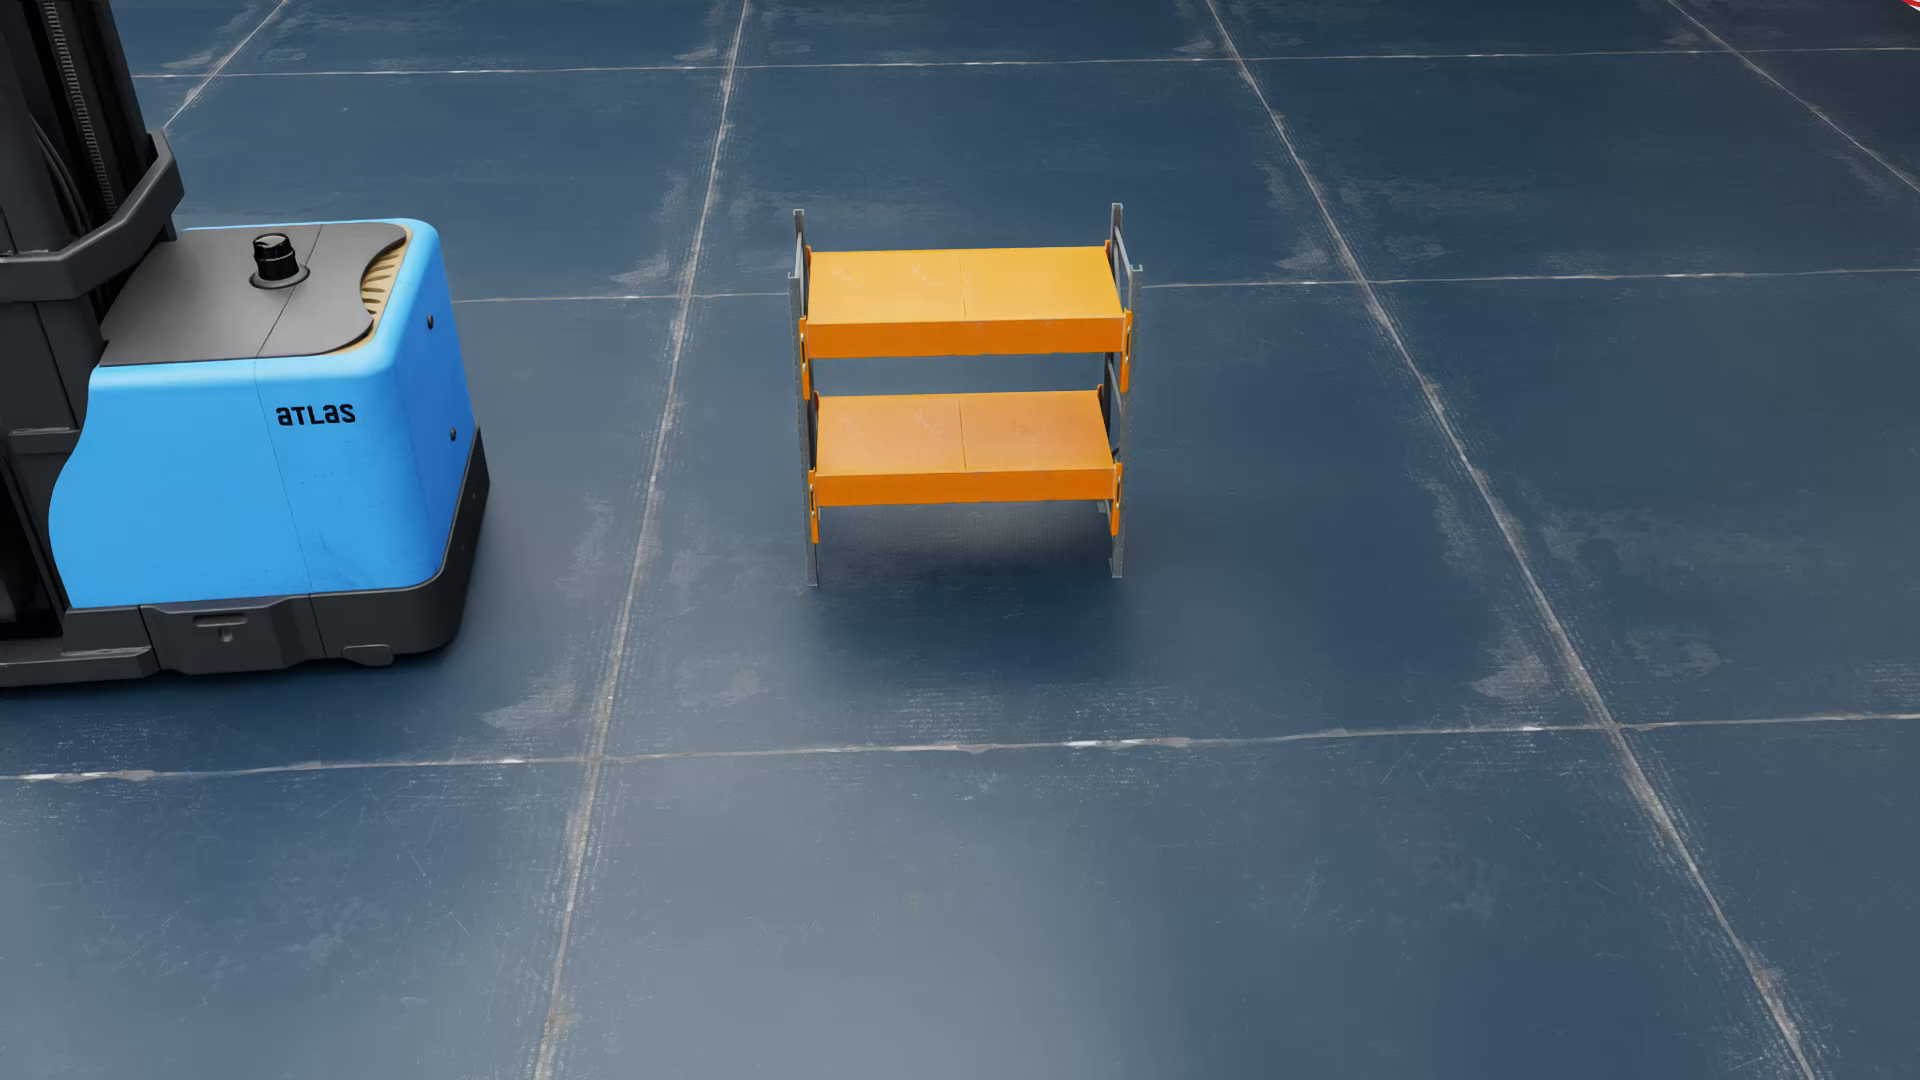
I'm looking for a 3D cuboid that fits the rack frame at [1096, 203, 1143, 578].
[{"bbox_3d":[0.515,-0.476,5.450,0.032,1.125,0.500,-2,35,-2],"label":"rack frame"}]

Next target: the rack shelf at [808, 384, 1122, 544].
[{"bbox_3d":[0.007,-0.262,5.569,1.000,0.278,0.538,-2,35,-2],"label":"rack shelf"}]

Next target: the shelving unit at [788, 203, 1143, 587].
[{"bbox_3d":[0.007,-0.463,5.430,1.048,1.125,0.538,-2,35,-2],"label":"shelving unit"}]

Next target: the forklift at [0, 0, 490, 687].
[{"bbox_3d":[-3.128,-1.007,4.630,3.031,2.935,1.130,-4,35,-5],"label":"forklift"}]

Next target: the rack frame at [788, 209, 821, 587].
[{"bbox_3d":[-0.501,-0.449,5.410,0.032,1.125,0.500,-2,35,-2],"label":"rack frame"}]

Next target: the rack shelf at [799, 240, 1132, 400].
[{"bbox_3d":[0.007,-0.703,5.264,1.000,0.278,0.538,-2,35,-2],"label":"rack shelf"}]
